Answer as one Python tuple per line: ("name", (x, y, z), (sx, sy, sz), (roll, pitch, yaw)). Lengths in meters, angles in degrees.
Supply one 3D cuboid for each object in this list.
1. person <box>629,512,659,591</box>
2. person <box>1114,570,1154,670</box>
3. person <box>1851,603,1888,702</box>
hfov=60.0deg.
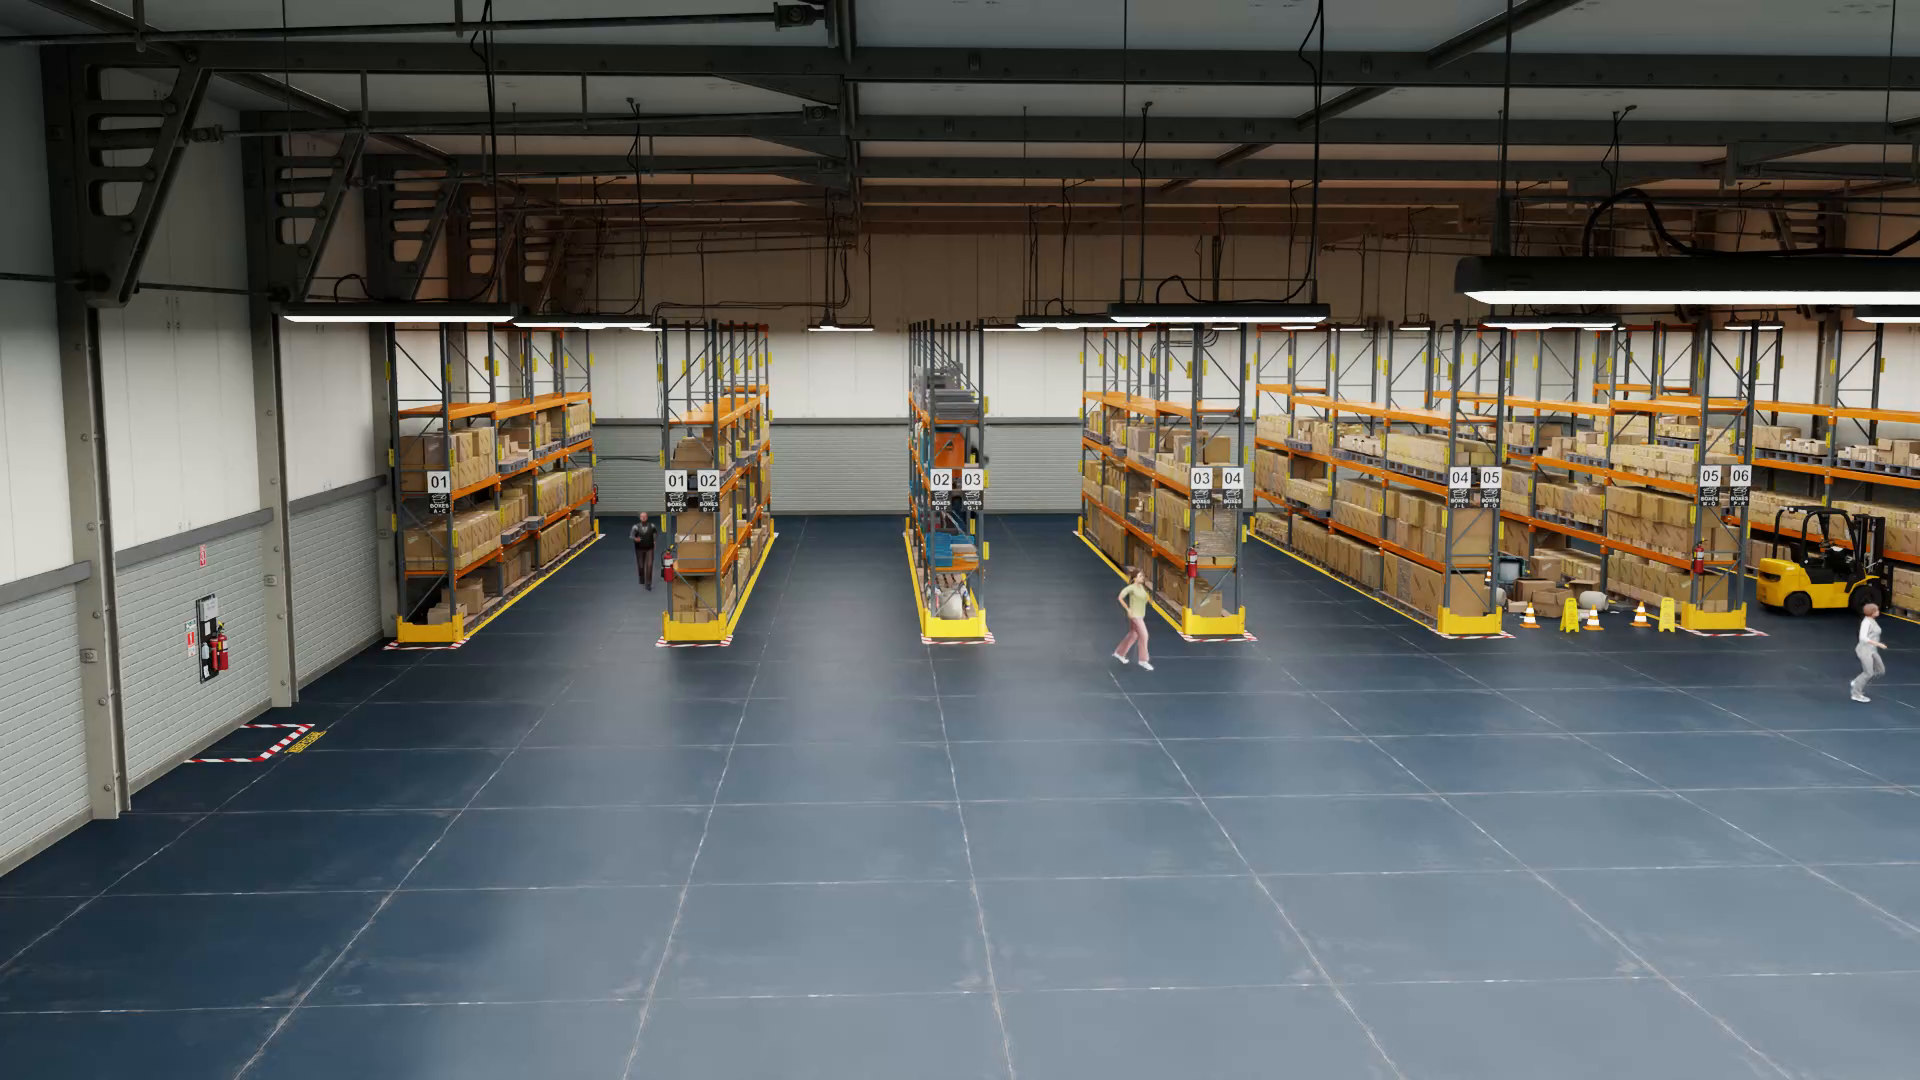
("person", (-7.085, 0.235, 37.364), (0.660, 1.713, 0.955), (-2, 7, -14))
("person", (3.014, 1.347, 28.627), (0.809, 1.705, 0.562), (4, 8, 30))
("person", (14.164, 1.755, 25.880), (0.520, 1.561, 0.540), (7, 10, 43))
